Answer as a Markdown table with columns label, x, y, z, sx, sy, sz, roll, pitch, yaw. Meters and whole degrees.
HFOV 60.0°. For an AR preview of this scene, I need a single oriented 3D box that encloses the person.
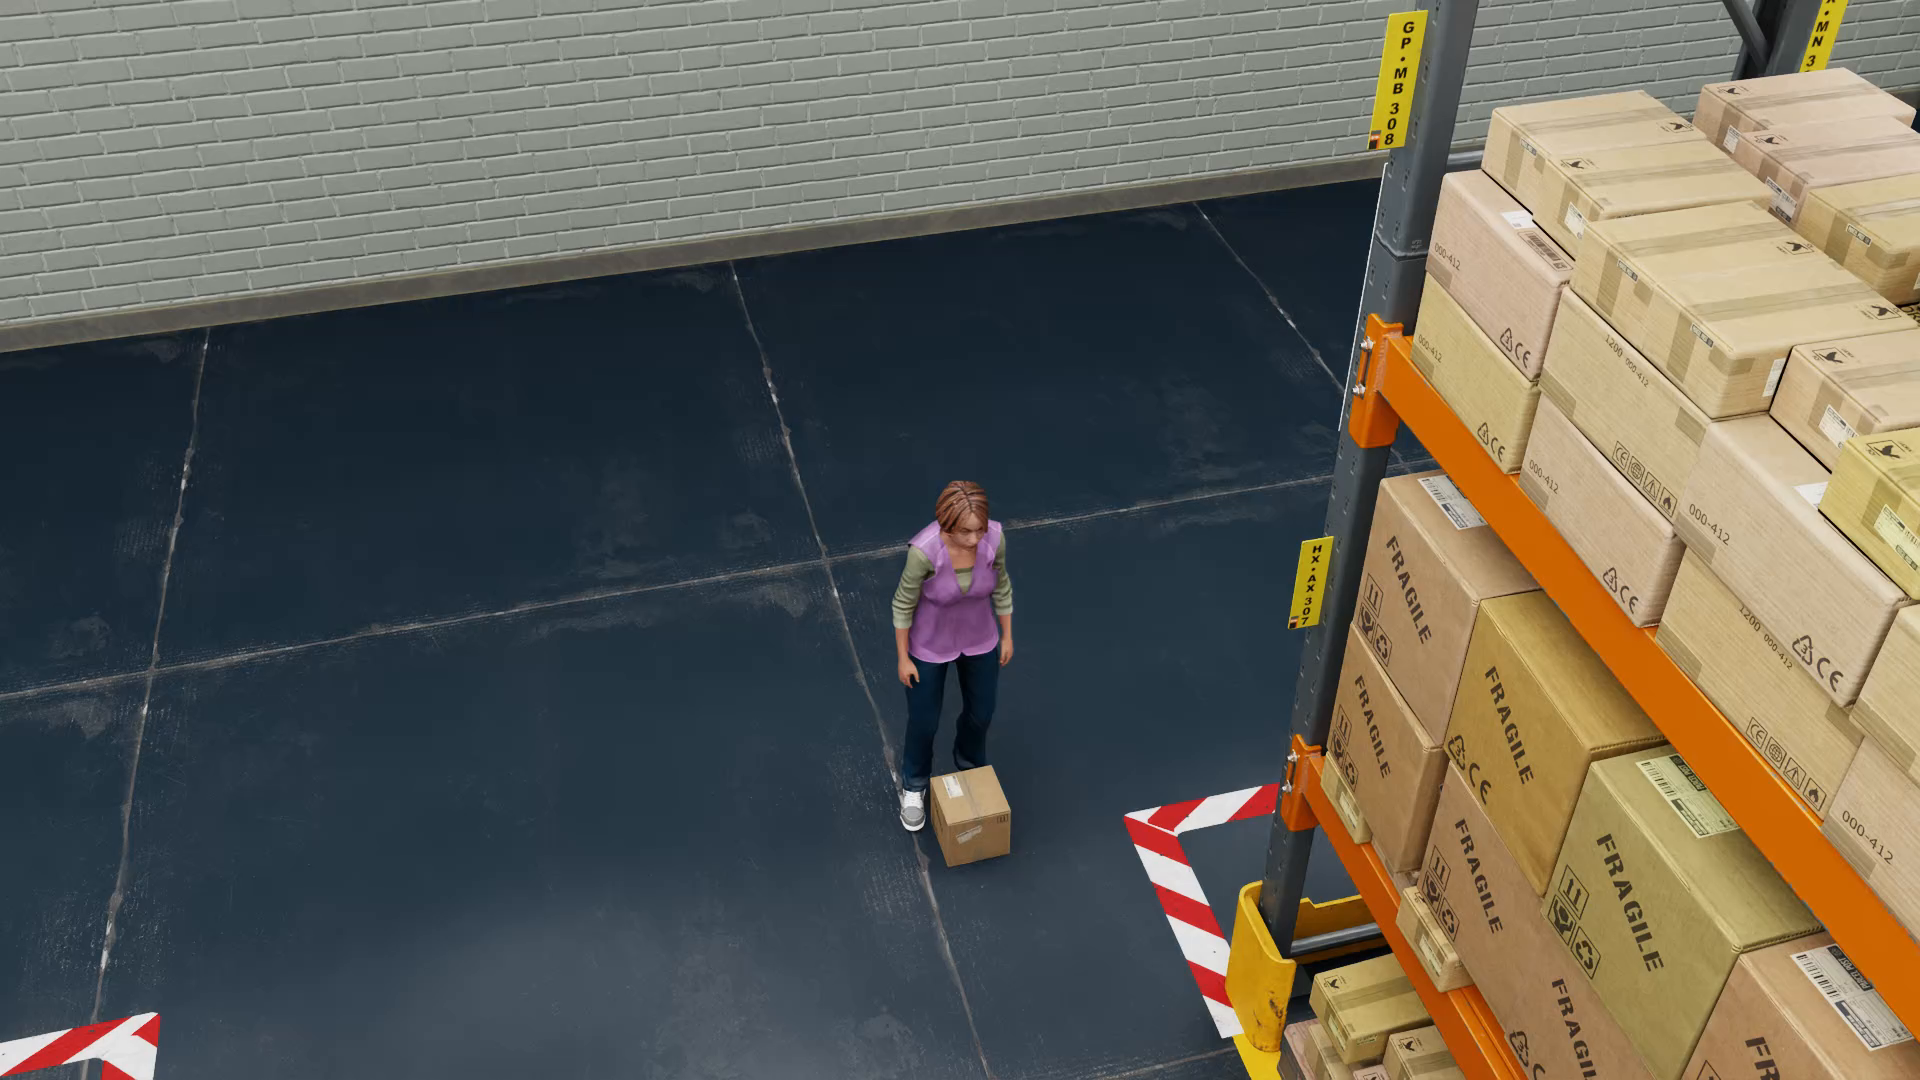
| label | x | y | z | sx | sy | sz | roll | pitch | yaw |
| --- | --- | --- | --- | --- | --- | --- | --- | --- | --- |
| person | -0.027 | 0.406 | 6.214 | 0.485 | 1.593 | 0.342 | -12 | 40 | -14 |
